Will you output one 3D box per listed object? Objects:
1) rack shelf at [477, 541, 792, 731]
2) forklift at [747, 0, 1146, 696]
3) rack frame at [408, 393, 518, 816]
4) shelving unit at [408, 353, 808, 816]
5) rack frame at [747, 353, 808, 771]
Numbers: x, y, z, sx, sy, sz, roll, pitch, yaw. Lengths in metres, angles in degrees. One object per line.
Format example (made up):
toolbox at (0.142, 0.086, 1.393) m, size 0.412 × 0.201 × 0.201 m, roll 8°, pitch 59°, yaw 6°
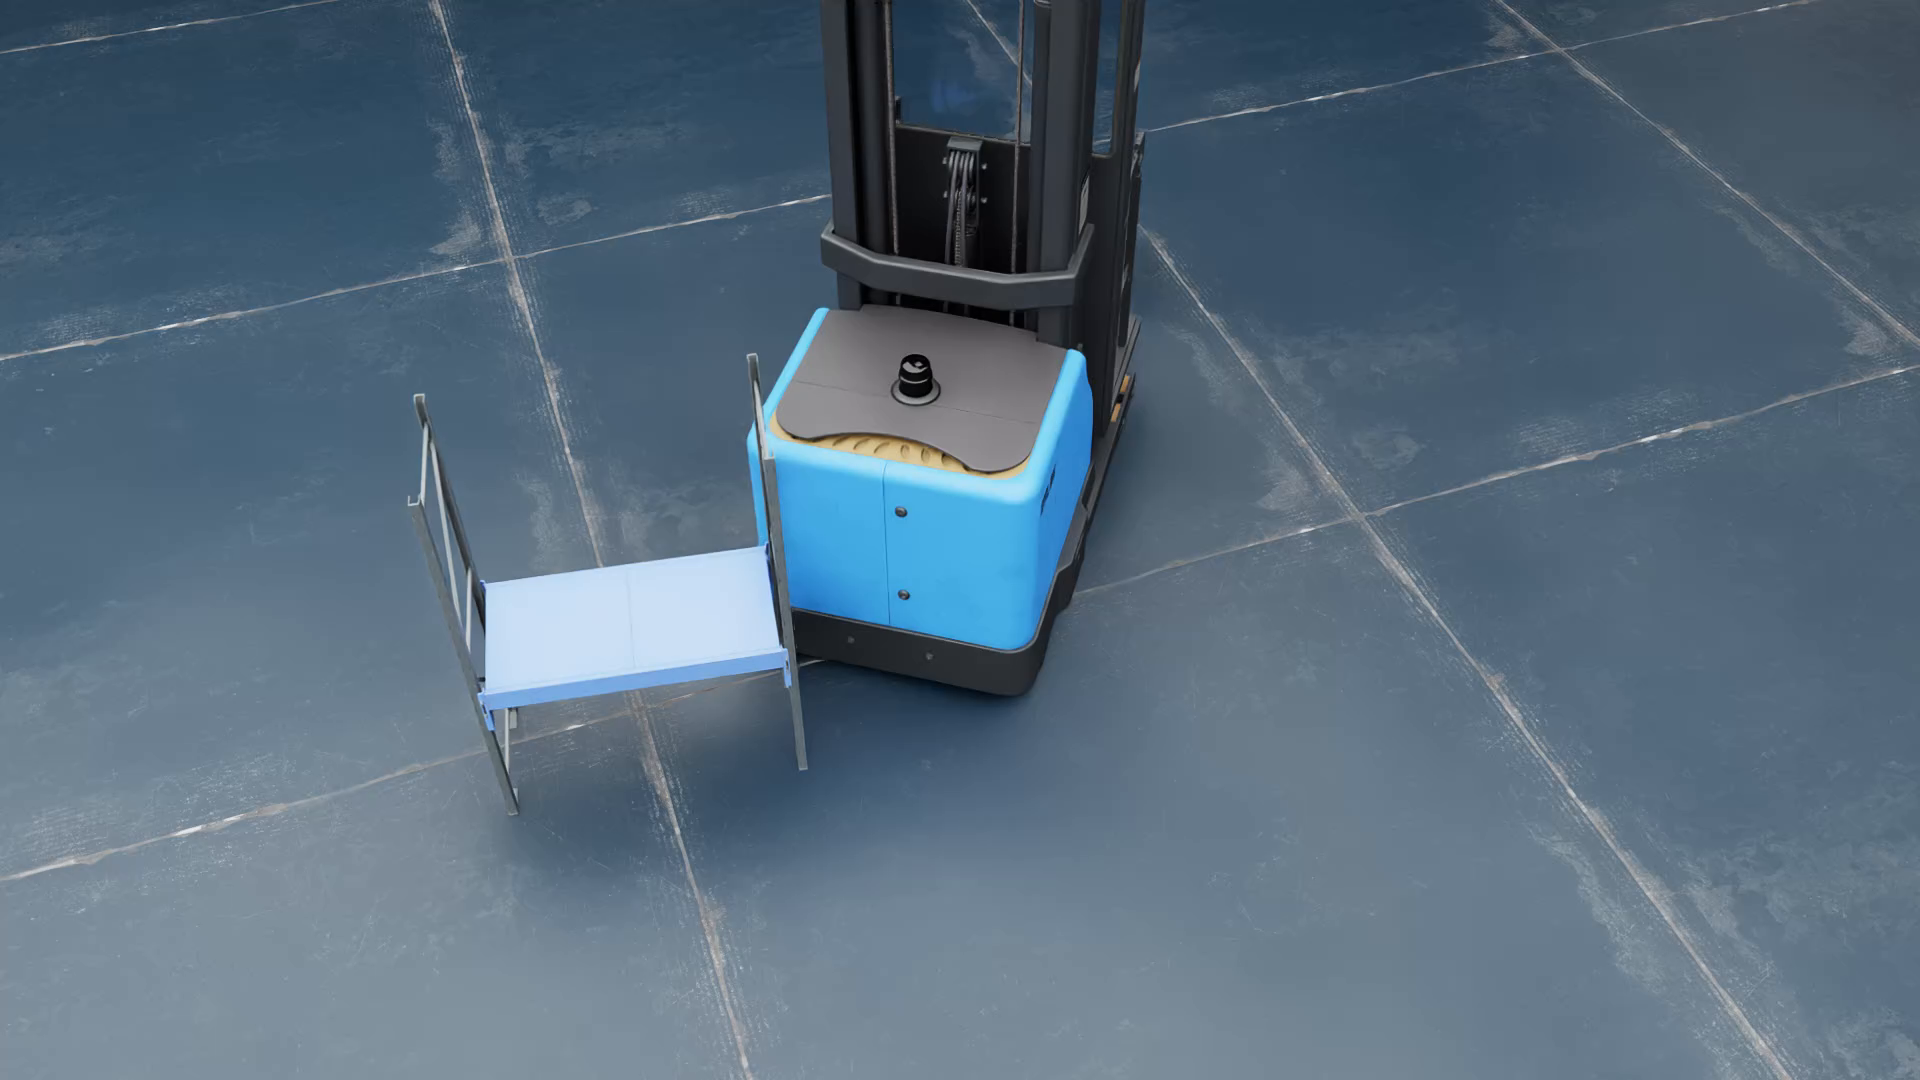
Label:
rack shelf at (-1.104, 0.315, 5.631) m, size 1.000 × 0.185 × 0.538 m, roll -8°, pitch 46°, yaw -8°
forklift at (0.143, -1.529, 6.205) m, size 1.130 × 2.935 × 3.031 m, roll 11°, pitch 46°, yaw 11°
rack frame at (-1.603, 0.257, 5.435) m, size 0.032 × 1.500 × 0.500 m, roll -8°, pitch 46°, yaw -8°
shelving unit at (-1.104, 0.188, 5.504) m, size 1.048 × 1.500 × 0.538 m, roll -8°, pitch 46°, yaw -8°
rack frame at (-0.605, 0.119, 5.573) m, size 0.032 × 1.500 × 0.500 m, roll -8°, pitch 46°, yaw -8°
